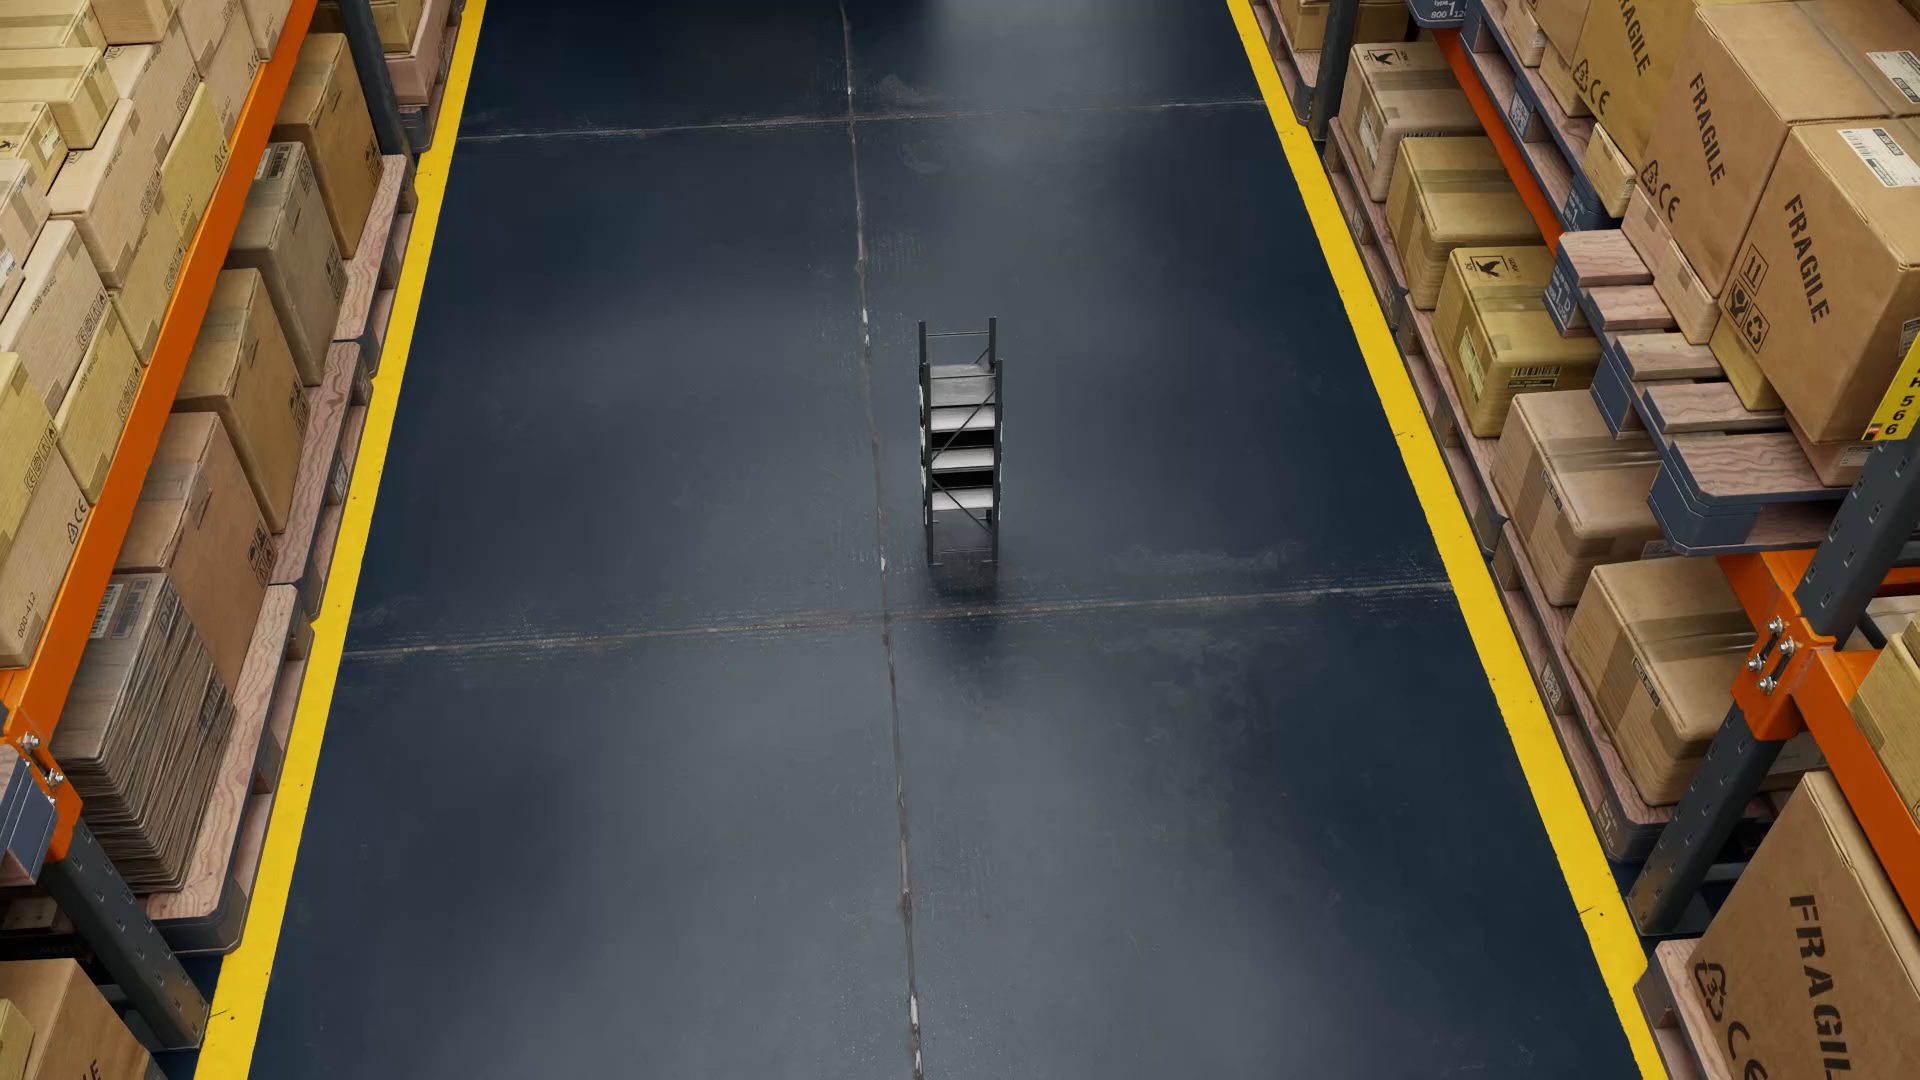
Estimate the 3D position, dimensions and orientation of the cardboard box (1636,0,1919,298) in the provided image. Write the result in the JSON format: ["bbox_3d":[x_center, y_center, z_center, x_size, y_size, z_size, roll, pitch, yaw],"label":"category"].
[{"bbox_3d":[2.039,-0.950,4.021,0.500,0.500,0.500,-4,47,-4],"label":"cardboard box"}]

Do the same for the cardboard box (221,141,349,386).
[{"bbox_3d":[-2.760,-0.963,5.942,0.875,0.625,0.625,-4,47,-4],"label":"cardboard box"}]

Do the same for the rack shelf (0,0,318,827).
[{"bbox_3d":[-2.705,-0.879,5.012,1.077,0.370,4.000,-3,47,-3],"label":"rack shelf"}]

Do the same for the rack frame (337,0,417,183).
[{"bbox_3d":[-2.872,-2.574,6.121,1.000,3.000,0.127,-3,47,-3],"label":"rack frame"}]

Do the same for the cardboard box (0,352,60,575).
[{"bbox_3d":[-2.306,-0.137,3.573,0.500,0.250,0.500,-4,47,-3],"label":"cardboard box"}]

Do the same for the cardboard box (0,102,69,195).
[{"bbox_3d":[-2.427,-0.931,4.050,0.380,0.149,0.250,-3,47,-3],"label":"cardboard box"}]

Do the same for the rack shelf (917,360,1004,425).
[{"bbox_3d":[0.001,-0.466,5.246,0.258,0.077,0.200,-3,47,-3],"label":"rack shelf"}]

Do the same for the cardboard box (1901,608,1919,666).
[{"bbox_3d":[2.205,0.277,3.180,0.500,0.250,0.500,-4,47,-4],"label":"cardboard box"}]

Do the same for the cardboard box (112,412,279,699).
[{"bbox_3d":[-2.639,0.068,4.966,0.875,0.625,0.625,-2,47,-2],"label":"cardboard box"}]

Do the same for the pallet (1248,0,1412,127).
[{"bbox_3d":[1.982,-2.403,7.880,1.003,0.211,1.213,-3,47,-3],"label":"pallet"}]

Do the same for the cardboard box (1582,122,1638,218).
[{"bbox_3d":[1.936,-1.015,4.529,0.380,0.149,0.250,-3,47,-3],"label":"cardboard box"}]

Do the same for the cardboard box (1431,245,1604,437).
[{"bbox_3d":[2.244,-0.717,5.883,0.950,0.372,0.625,-2,47,-2],"label":"cardboard box"}]

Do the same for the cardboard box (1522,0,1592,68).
[{"bbox_3d":[1.951,-1.710,4.741,0.500,0.500,0.500,-5,47,-5],"label":"cardboard box"}]

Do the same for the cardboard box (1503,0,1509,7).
[{"bbox_3d":[1.916,-1.768,5.242,0.380,0.149,0.250,-3,47,-3],"label":"cardboard box"}]

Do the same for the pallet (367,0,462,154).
[{"bbox_3d":[-2.897,-2.193,7.681,1.003,0.211,1.213,-3,47,-3],"label":"pallet"}]

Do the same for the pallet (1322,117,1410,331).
[{"bbox_3d":[2.140,-1.356,6.889,1.003,0.211,1.213,-3,47,-3],"label":"pallet"}]

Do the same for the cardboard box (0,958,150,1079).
[{"bbox_3d":[-2.288,1.328,3.858,0.500,0.500,0.500,-2,47,-2],"label":"cardboard box"}]

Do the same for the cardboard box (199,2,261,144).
[{"bbox_3d":[-2.511,-1.449,5.159,0.500,0.250,0.500,-3,47,-3],"label":"cardboard box"}]

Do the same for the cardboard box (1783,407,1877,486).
[{"bbox_3d":[2.147,-0.265,3.819,0.380,0.149,0.250,-2,47,-2],"label":"cardboard box"}]

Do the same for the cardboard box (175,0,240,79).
[{"bbox_3d":[-2.489,-1.612,4.970,0.500,0.250,0.500,-3,47,-3],"label":"cardboard box"}]

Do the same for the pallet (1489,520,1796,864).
[{"bbox_3d":[2.345,0.409,5.217,1.003,0.211,1.213,-3,47,-3],"label":"pallet"}]

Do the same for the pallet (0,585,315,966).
[{"bbox_3d":[-2.567,0.681,4.959,1.003,0.211,1.213,-3,47,-3],"label":"pallet"}]

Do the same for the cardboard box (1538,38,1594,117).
[{"bbox_3d":[1.938,-1.381,4.876,0.380,0.149,0.250,-5,47,-5],"label":"cardboard box"}]

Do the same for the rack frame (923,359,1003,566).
[{"bbox_3d":[0.009,-0.230,5.348,0.240,0.900,0.006,-3,47,-3],"label":"rack frame"}]

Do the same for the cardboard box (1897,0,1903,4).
[{"bbox_3d":[2.500,-1.365,4.414,0.500,0.500,0.500,-3,47,-3],"label":"cardboard box"}]

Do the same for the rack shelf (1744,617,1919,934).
[{"bbox_3d":[2.576,1.710,2.560,1.077,0.370,4.000,-3,47,-3],"label":"rack shelf"}]

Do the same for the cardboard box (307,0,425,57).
[{"bbox_3d":[-2.605,-2.313,7.135,0.500,0.250,0.500,-4,47,-3],"label":"cardboard box"}]

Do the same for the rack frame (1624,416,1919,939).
[{"bbox_3d":[2.409,0.016,3.669,1.000,3.000,0.127,-3,47,-3],"label":"rack frame"}]

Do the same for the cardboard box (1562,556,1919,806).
[{"bbox_3d":[2.371,0.366,4.858,0.950,0.372,0.625,-6,47,-6],"label":"cardboard box"}]

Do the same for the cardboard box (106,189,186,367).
[{"bbox_3d":[-2.418,-0.700,4.451,0.500,0.250,0.500,-5,47,-5],"label":"cardboard box"}]

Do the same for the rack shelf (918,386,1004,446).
[{"bbox_3d":[0.001,-0.404,5.311,0.258,0.077,0.200,-3,47,-3],"label":"rack shelf"}]

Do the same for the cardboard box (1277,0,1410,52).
[{"bbox_3d":[1.756,-2.488,7.645,0.500,0.250,0.500,-2,47,-1],"label":"cardboard box"}]

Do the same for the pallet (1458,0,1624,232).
[{"bbox_3d":[2.202,-1.348,5.093,1.003,0.211,1.213,-3,47,-3],"label":"pallet"}]

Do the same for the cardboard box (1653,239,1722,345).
[{"bbox_3d":[1.986,-0.634,4.168,0.380,0.149,0.250,-4,47,-4],"label":"cardboard box"}]

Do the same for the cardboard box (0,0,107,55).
[{"bbox_3d":[-2.507,-1.301,4.401,0.380,0.149,0.250,-3,47,-3],"label":"cardboard box"}]

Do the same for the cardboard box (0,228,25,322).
[{"bbox_3d":[-2.341,-0.563,3.702,0.380,0.149,0.250,-2,47,-2],"label":"cardboard box"}]

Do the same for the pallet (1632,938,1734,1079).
[{"bbox_3d":[2.399,1.550,4.137,1.003,0.211,1.213,-3,47,-3],"label":"pallet"}]

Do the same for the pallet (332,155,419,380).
[{"bbox_3d":[-2.772,-1.084,6.631,1.003,0.211,1.213,-3,47,-3],"label":"pallet"}]

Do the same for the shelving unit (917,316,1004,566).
[{"bbox_3d":[0.001,-0.304,5.418,0.258,0.900,0.210,-3,47,-3],"label":"shelving unit"}]

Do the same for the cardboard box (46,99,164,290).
[{"bbox_3d":[-2.398,-0.878,4.274,0.500,0.250,0.500,-5,47,-4],"label":"cardboard box"}]

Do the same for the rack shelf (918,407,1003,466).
[{"bbox_3d":[0.001,-0.343,5.377,0.258,0.077,0.200,-3,47,-3],"label":"rack shelf"}]

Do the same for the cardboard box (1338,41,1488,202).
[{"bbox_3d":[2.120,-1.739,6.852,0.950,0.372,0.625,-3,47,-3],"label":"cardboard box"}]

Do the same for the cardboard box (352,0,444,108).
[{"bbox_3d":[-2.583,-2.143,7.318,0.500,0.250,0.500,-3,47,-3],"label":"cardboard box"}]

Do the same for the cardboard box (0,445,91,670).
[{"bbox_3d":[-2.331,0.036,3.753,0.500,0.250,0.500,-3,47,-3],"label":"cardboard box"}]
